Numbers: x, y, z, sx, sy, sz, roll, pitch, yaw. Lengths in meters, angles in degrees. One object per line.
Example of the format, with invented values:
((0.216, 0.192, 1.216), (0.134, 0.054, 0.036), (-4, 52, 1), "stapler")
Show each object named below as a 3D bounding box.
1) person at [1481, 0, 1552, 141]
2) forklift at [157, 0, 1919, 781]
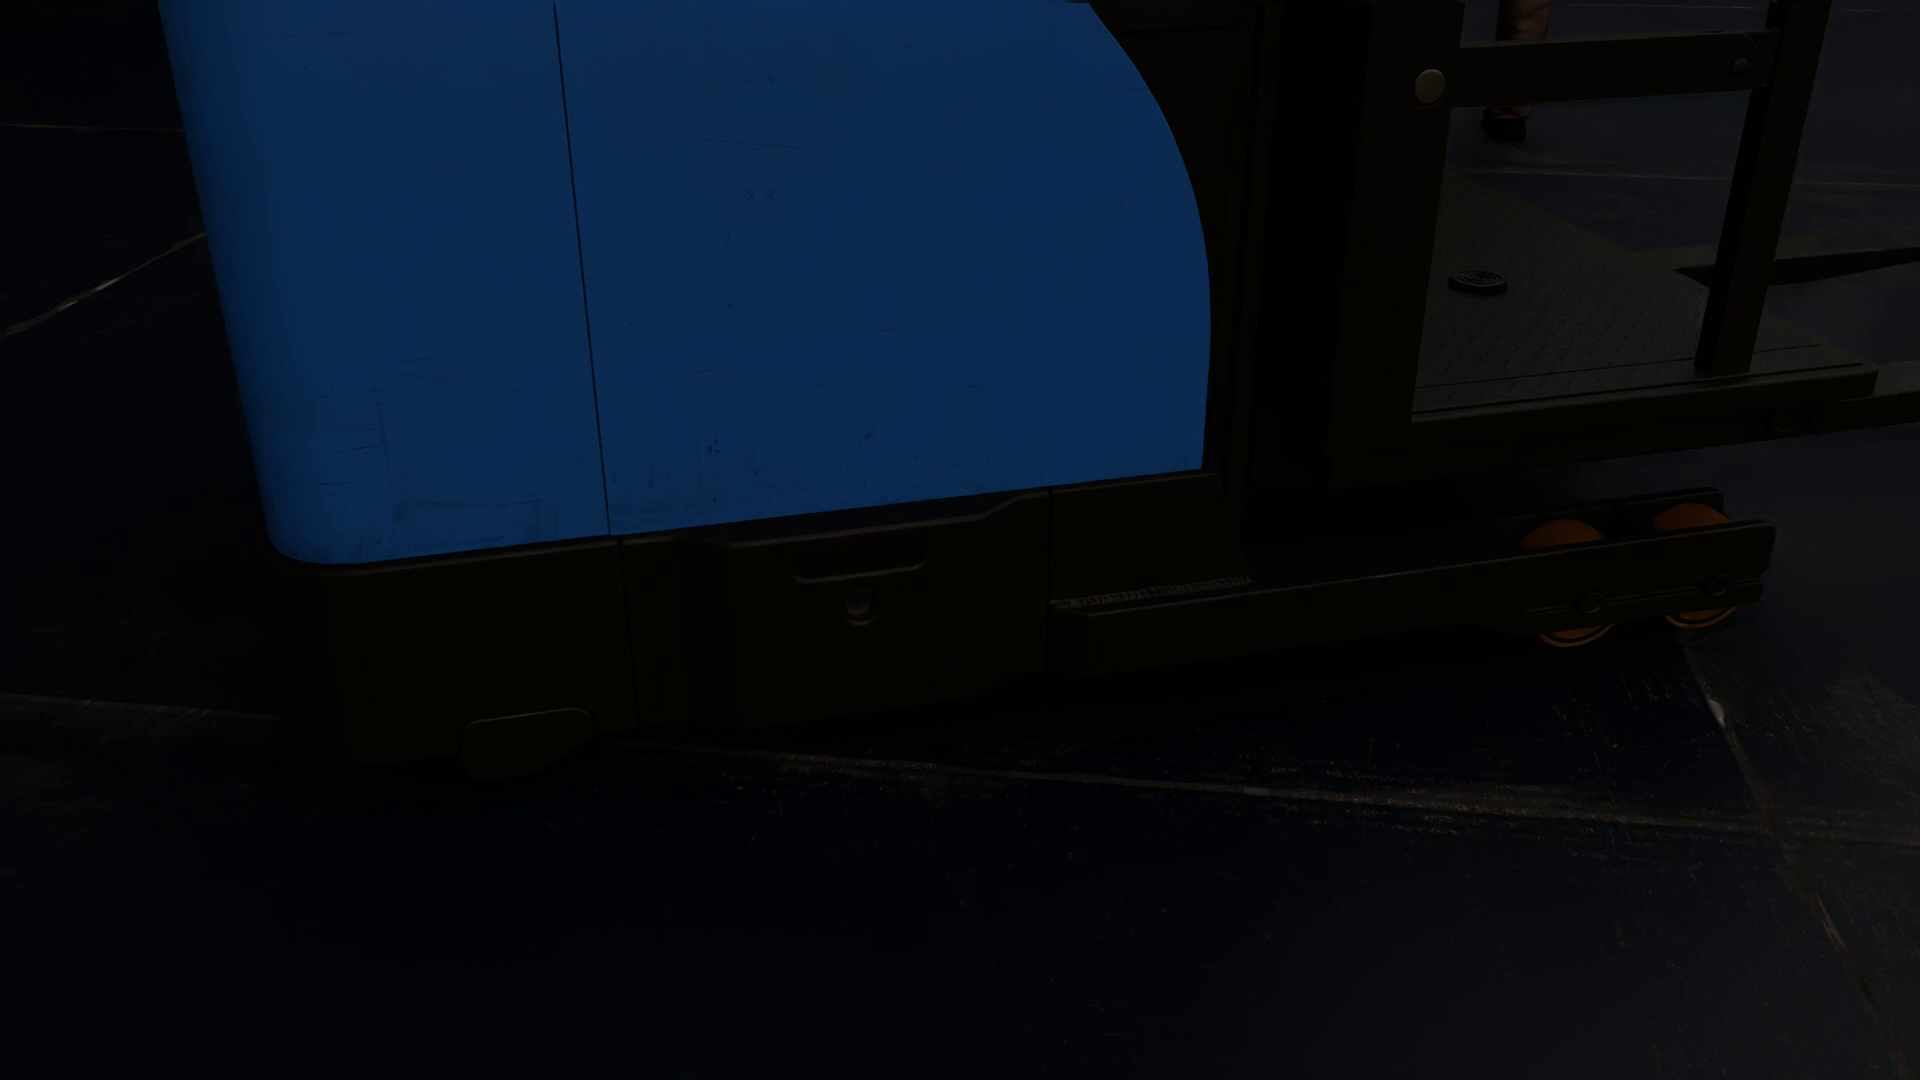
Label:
((1.538, -2.008, 4.643), (0.645, 1.724, 0.494), (3, 27, 5), "person")
((0.591, -1.389, 2.002), (3.031, 2.935, 1.130), (-7, 27, -14), "forklift")
